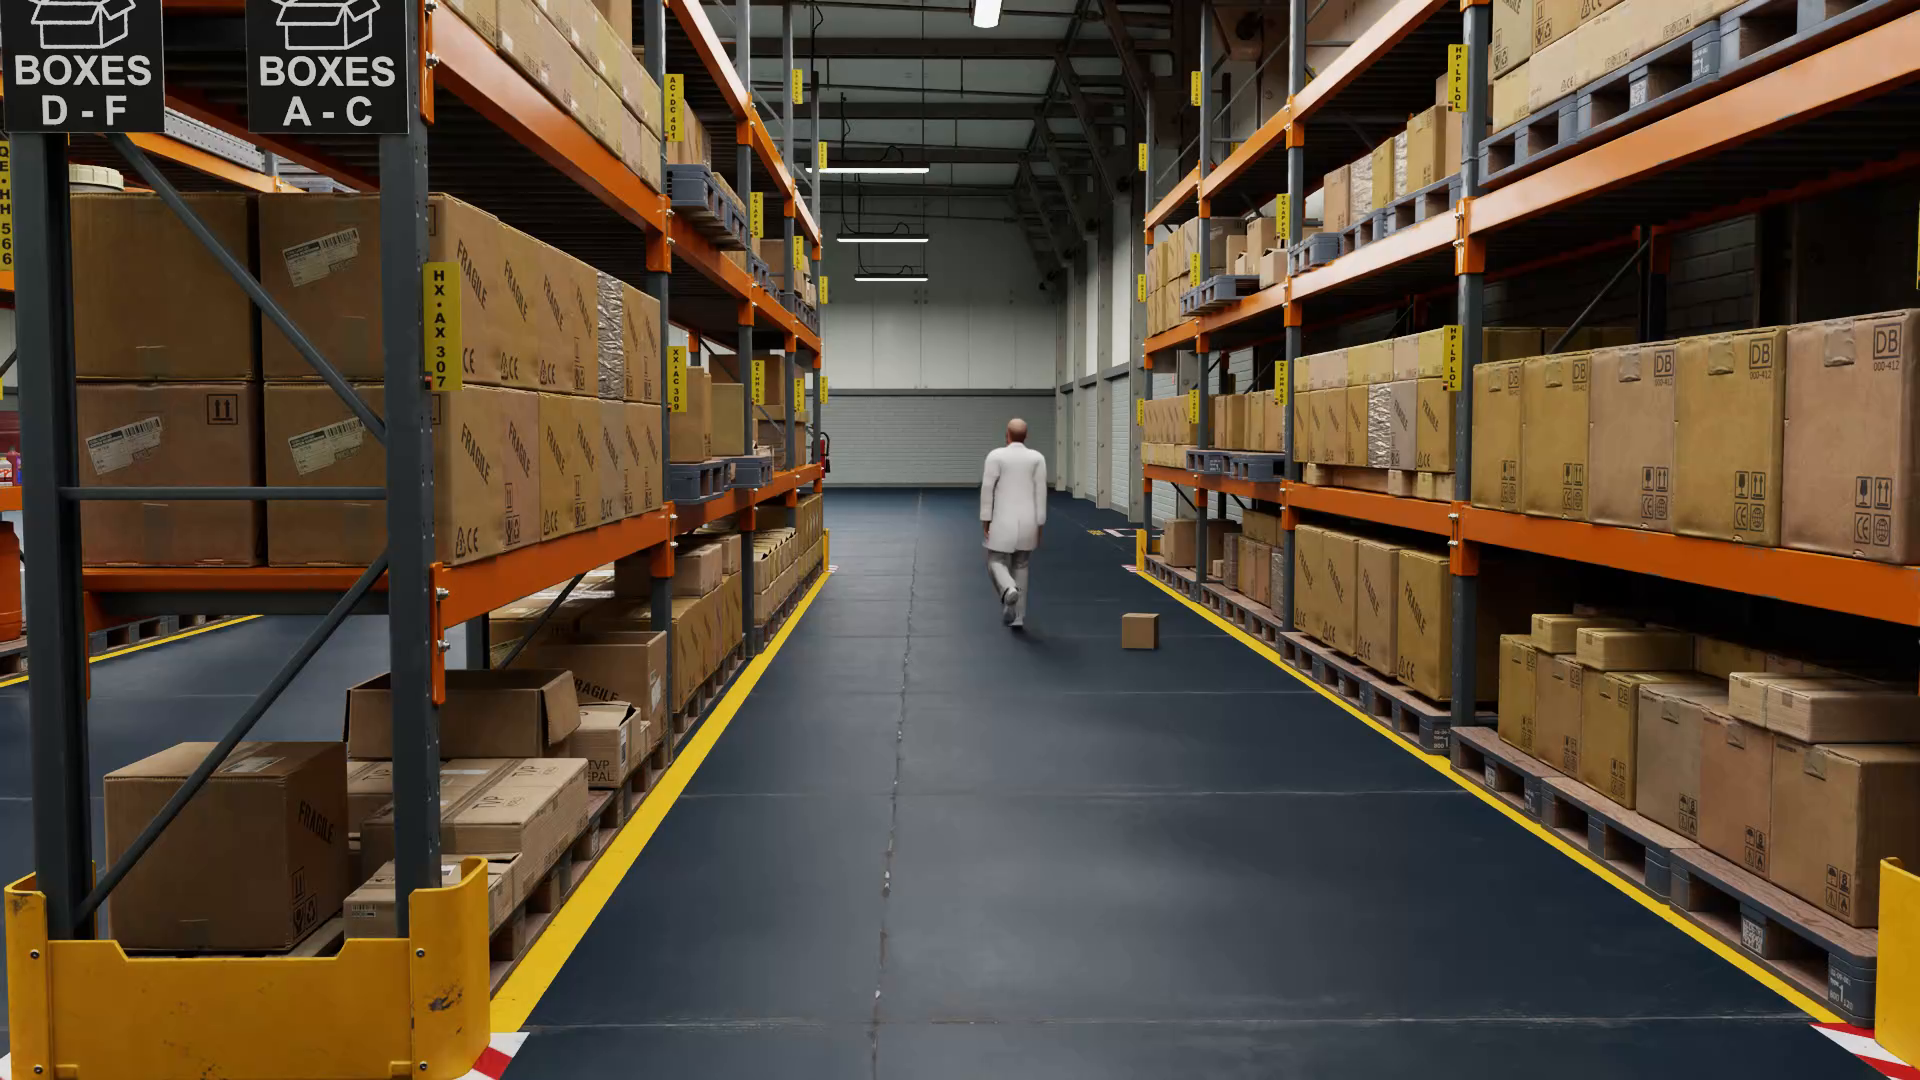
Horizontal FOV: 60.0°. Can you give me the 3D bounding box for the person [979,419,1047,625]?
[{"bbox_3d":[0.458,-0.148,14.115,0.588,1.764,0.677,-1,4,-10],"label":"person"}]
